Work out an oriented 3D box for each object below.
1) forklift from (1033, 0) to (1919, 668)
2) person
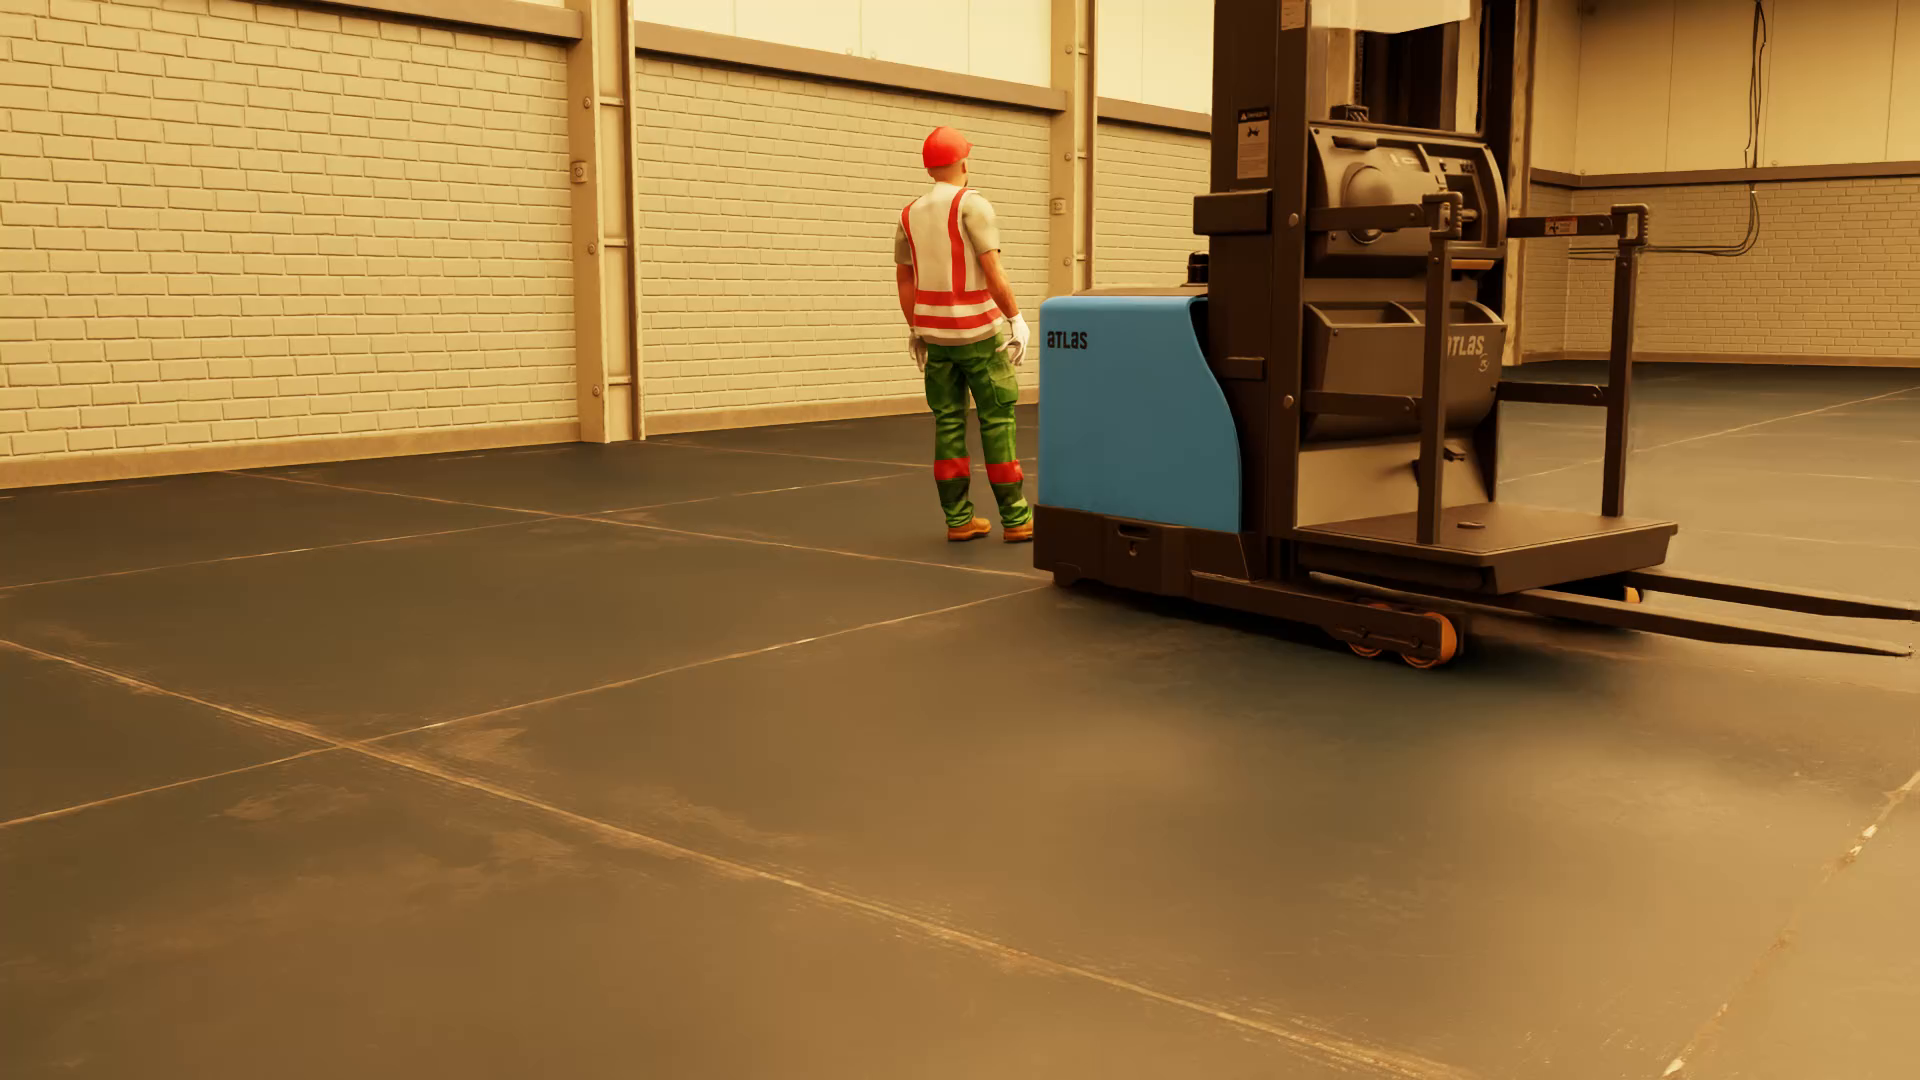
[{"bbox_3d":[1.583,-1.157,5.186,1.130,2.935,3.031,-7,11,-38],"label":"forklift"},{"bbox_3d":[0.059,-0.900,7.330,0.638,1.789,0.562,7,11,38],"label":"person"}]
